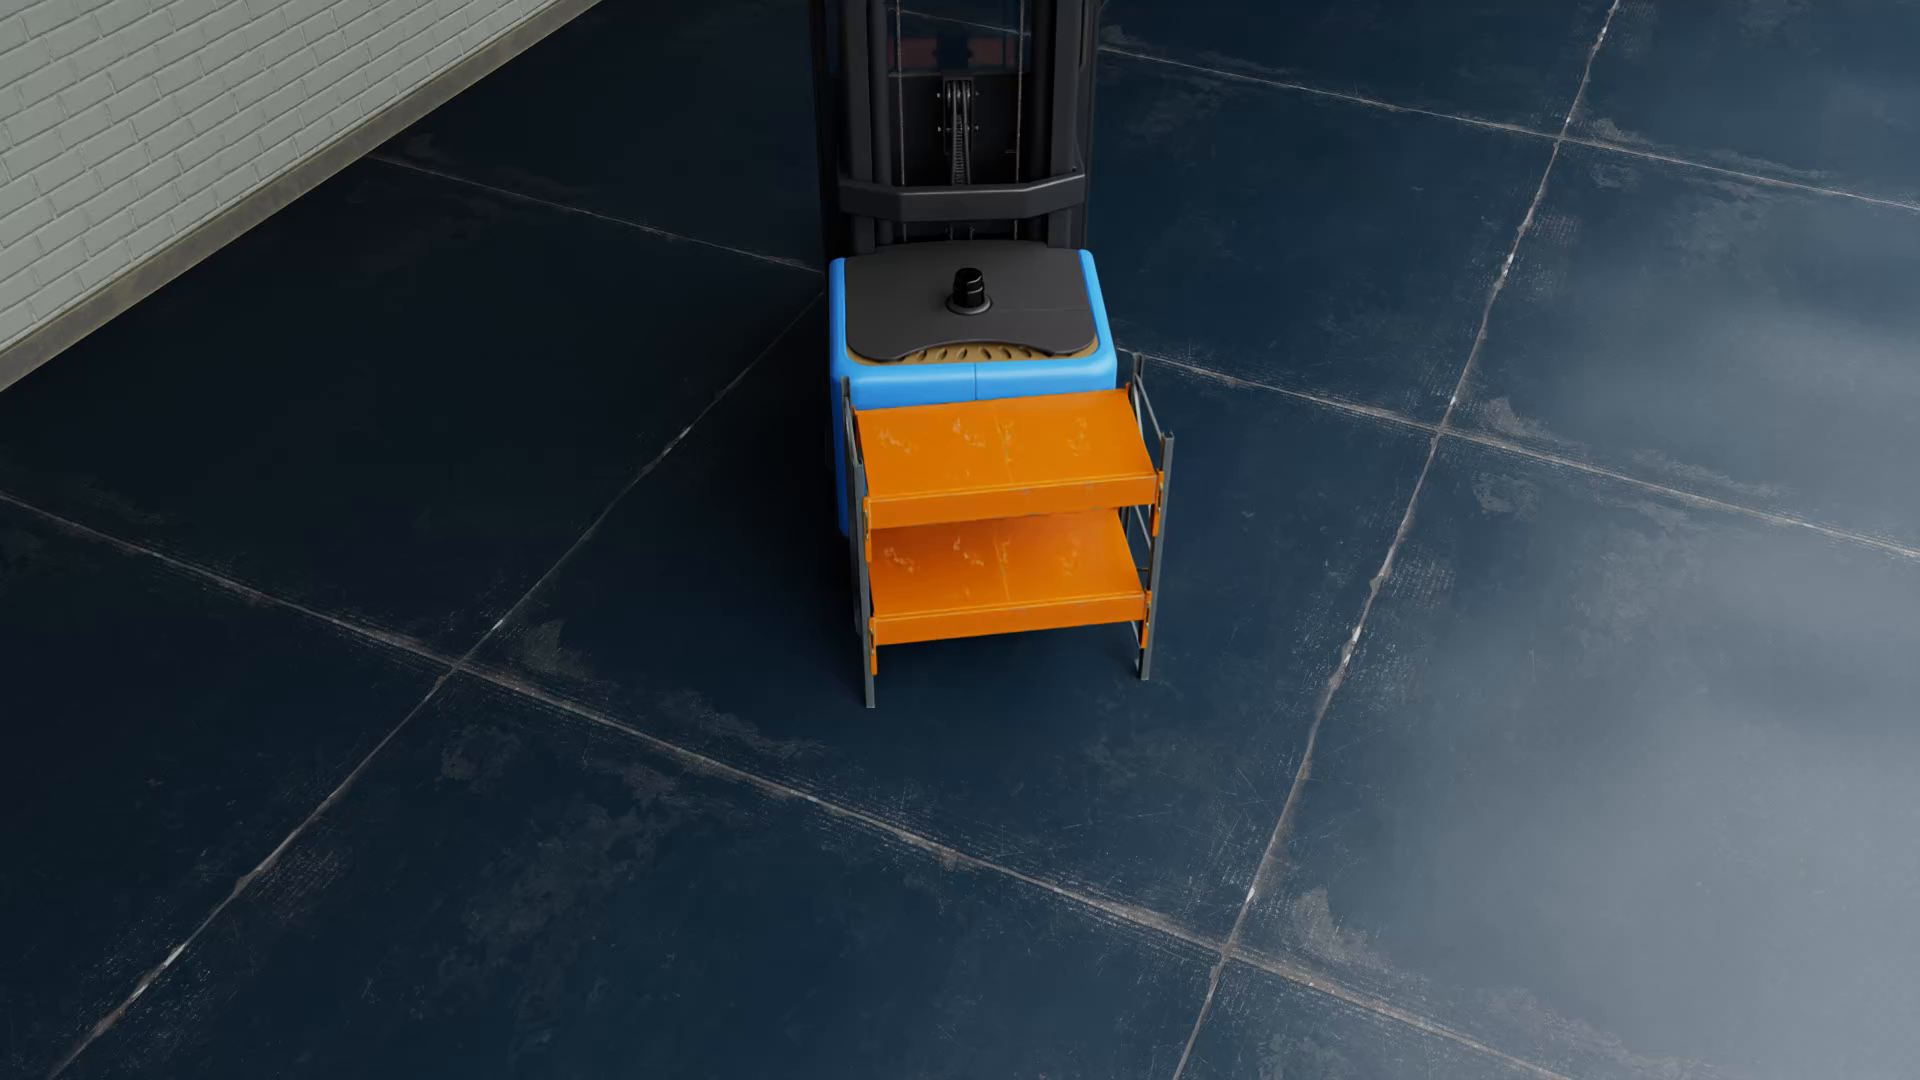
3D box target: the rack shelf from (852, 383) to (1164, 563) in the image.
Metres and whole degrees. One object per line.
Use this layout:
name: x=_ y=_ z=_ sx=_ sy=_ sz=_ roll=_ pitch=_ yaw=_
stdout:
rack shelf: x=0.145 y=-0.240 z=5.721 sx=1.000 sy=0.278 sz=0.538 roll=-5 pitch=41 yaw=-6

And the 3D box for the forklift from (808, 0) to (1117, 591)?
forklift: x=-0.039 y=-1.864 z=6.663 sx=1.130 sy=2.935 sz=3.031 roll=-2 pitch=41 yaw=-3

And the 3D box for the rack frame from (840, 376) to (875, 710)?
rack frame: x=-0.359 y=0.027 z=5.860 sx=0.032 sy=1.125 sz=0.500 roll=-5 pitch=41 yaw=-6

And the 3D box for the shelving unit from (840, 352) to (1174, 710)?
shelving unit: x=0.145 y=-0.019 z=5.913 sx=1.048 sy=1.125 sz=0.538 roll=-5 pitch=41 yaw=-6

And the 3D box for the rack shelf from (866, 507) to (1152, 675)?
rack shelf: x=0.145 y=0.166 z=6.073 sx=1.000 sy=0.278 sz=0.538 roll=-5 pitch=41 yaw=-6

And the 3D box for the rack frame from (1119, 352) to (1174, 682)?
rack frame: x=0.648 y=-0.065 z=5.966 sx=0.032 sy=1.125 sz=0.500 roll=-5 pitch=41 yaw=-6
